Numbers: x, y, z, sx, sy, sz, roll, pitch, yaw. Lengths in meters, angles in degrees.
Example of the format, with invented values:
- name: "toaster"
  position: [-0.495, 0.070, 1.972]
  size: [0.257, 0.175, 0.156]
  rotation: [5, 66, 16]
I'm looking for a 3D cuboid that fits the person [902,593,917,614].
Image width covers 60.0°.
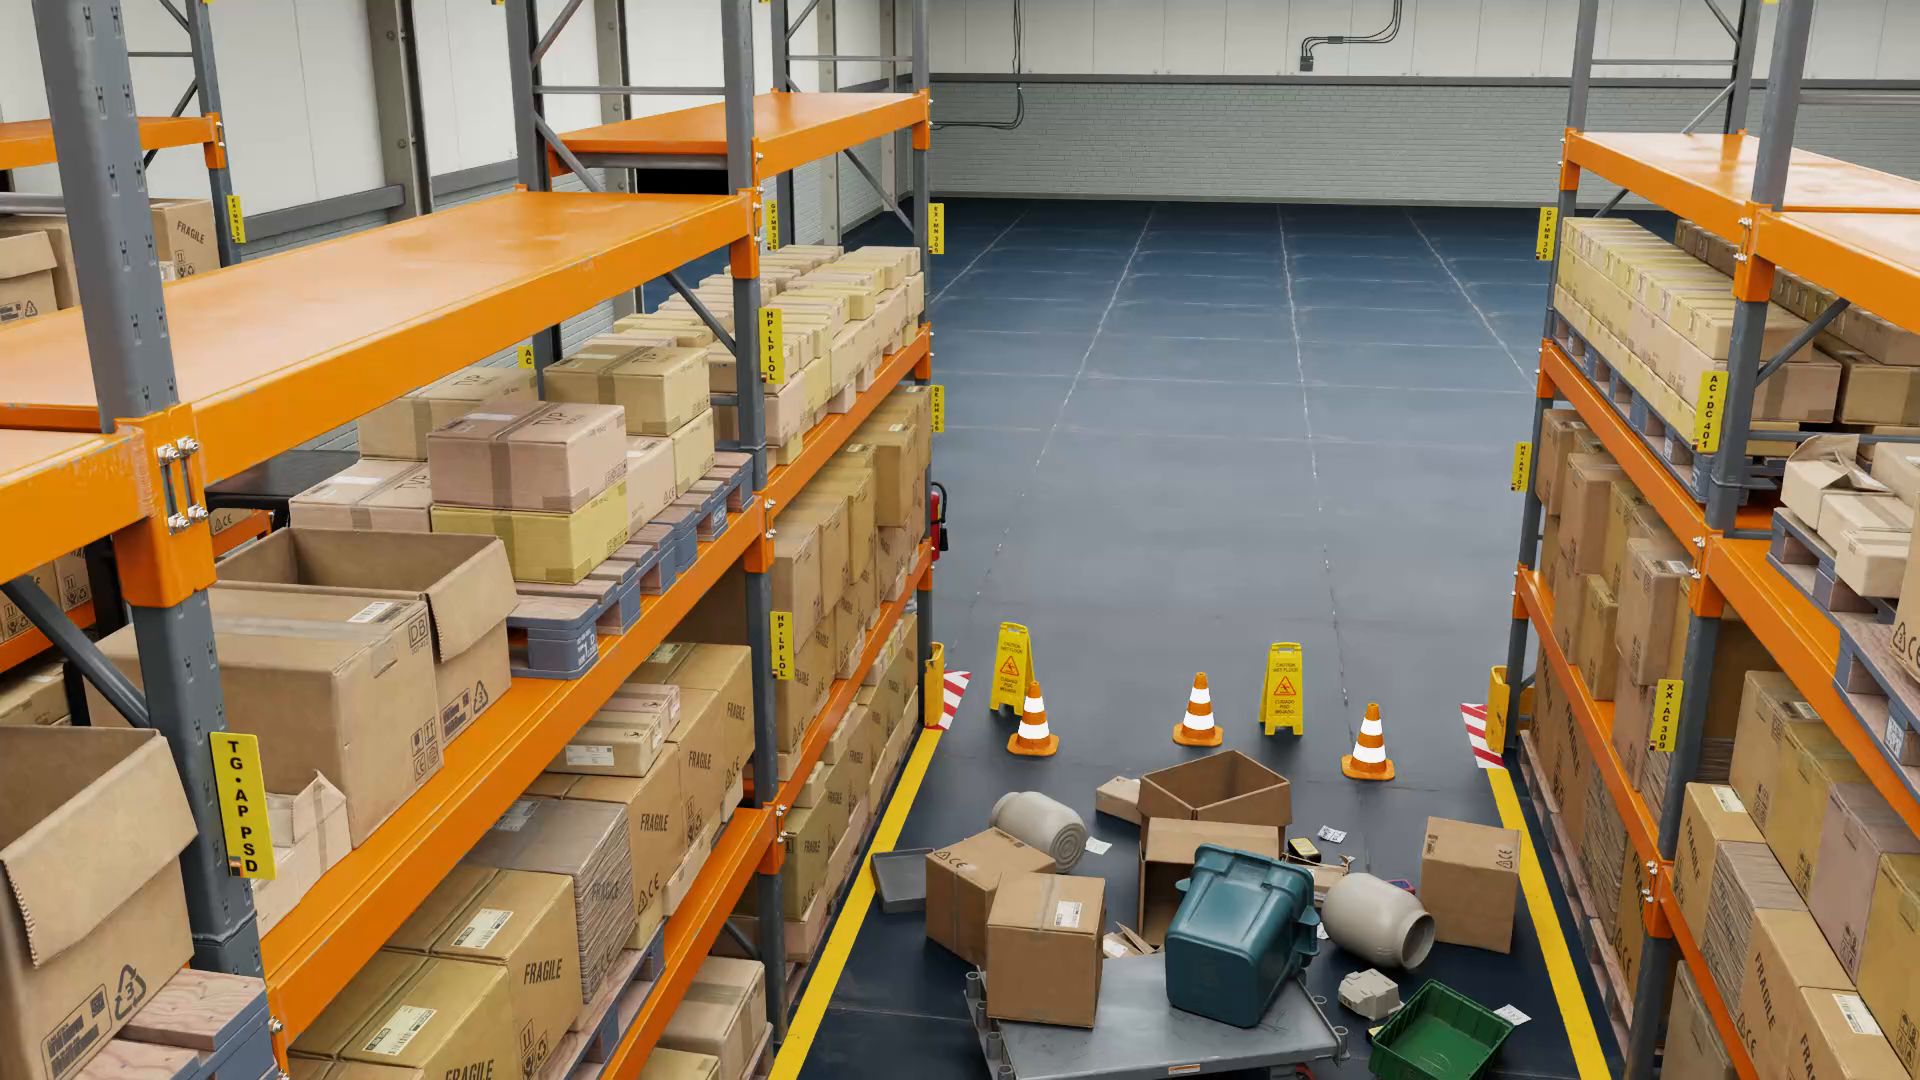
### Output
- name: "person"
  position: [-0.594, -0.179, 13.602]
  size: [0.538, 1.662, 0.374]
  rotation: [2, 18, 6]
